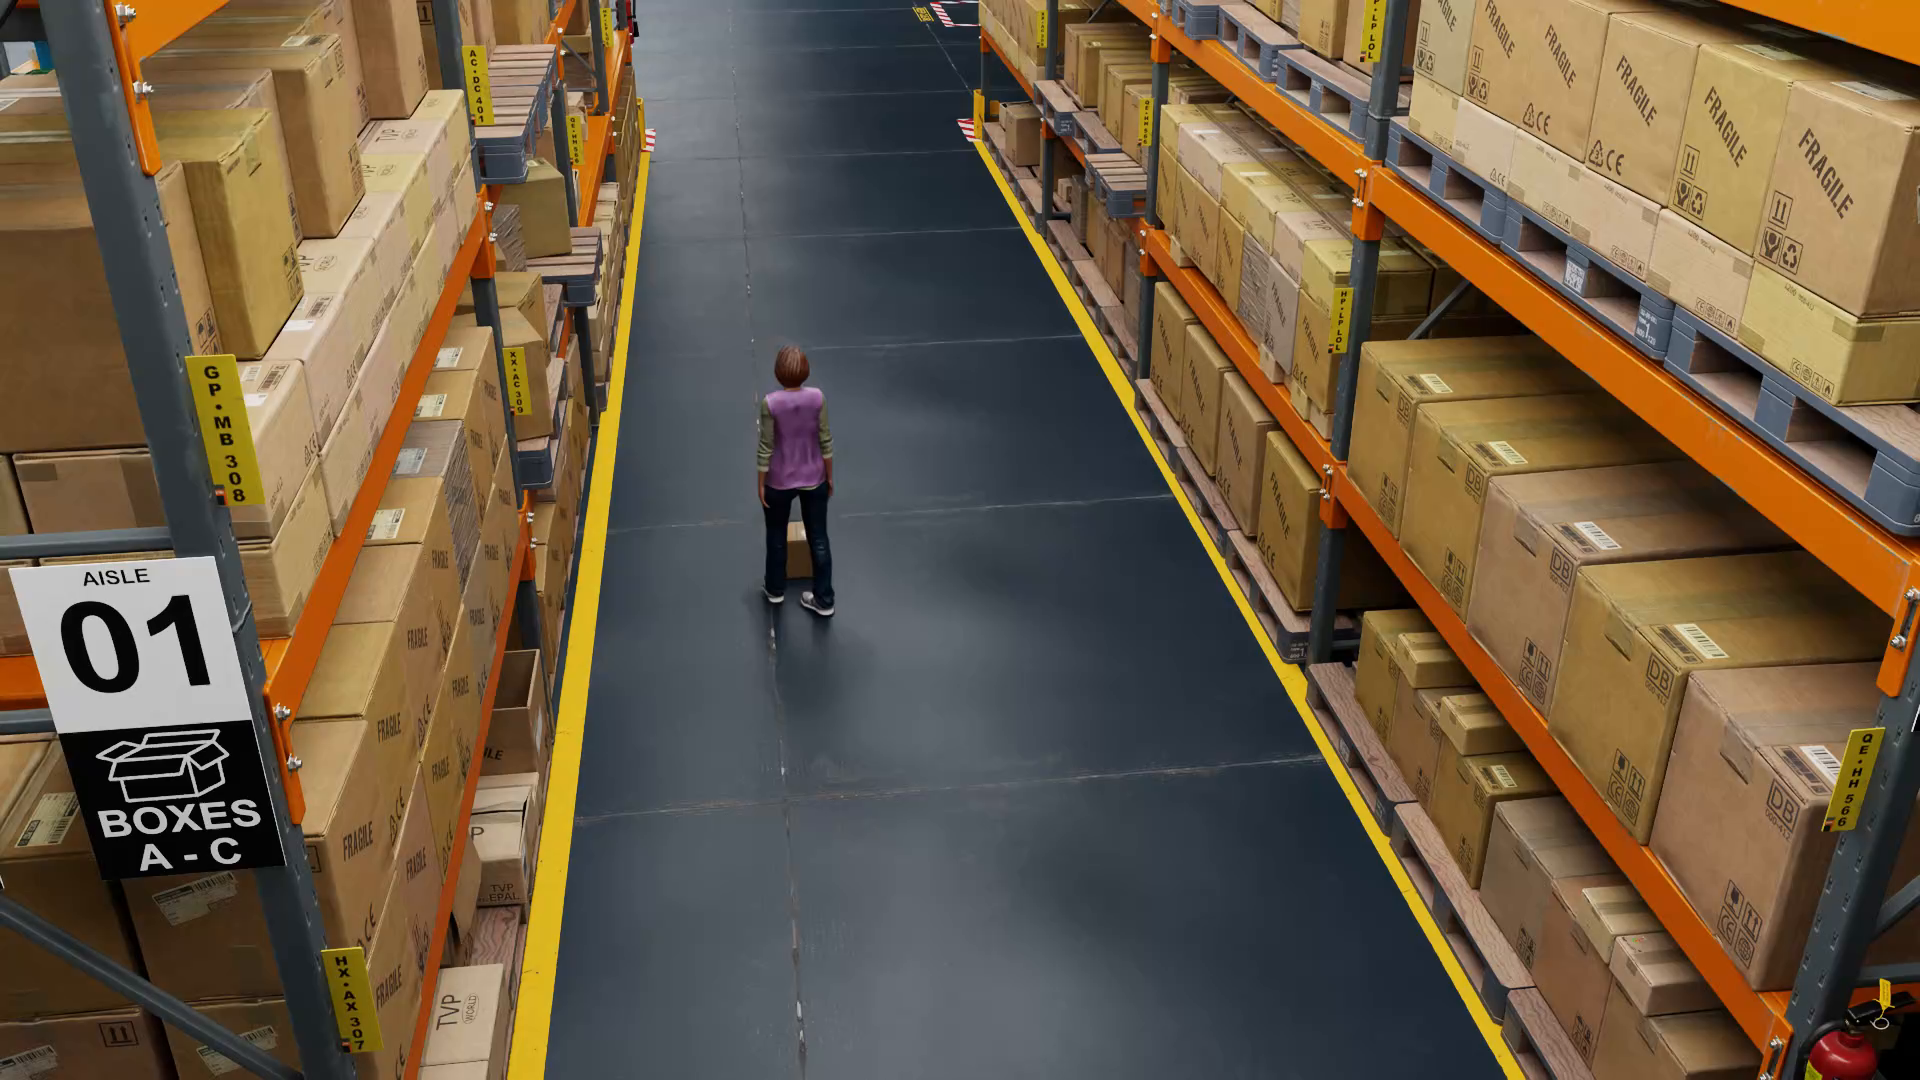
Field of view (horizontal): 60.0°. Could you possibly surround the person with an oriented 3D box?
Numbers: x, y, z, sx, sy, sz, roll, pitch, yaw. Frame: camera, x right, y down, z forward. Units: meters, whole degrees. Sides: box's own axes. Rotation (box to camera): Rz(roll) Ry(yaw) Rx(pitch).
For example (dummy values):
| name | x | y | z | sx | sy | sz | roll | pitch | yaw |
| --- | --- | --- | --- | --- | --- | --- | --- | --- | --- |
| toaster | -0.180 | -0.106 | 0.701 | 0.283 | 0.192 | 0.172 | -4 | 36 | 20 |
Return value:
| name | x | y | z | sx | sy | sz | roll | pitch | yaw |
| --- | --- | --- | --- | --- | --- | --- | --- | --- | --- |
| person | -0.935 | -0.311 | 9.249 | 0.406 | 1.615 | 0.324 | -3 | 28 | -6 |
